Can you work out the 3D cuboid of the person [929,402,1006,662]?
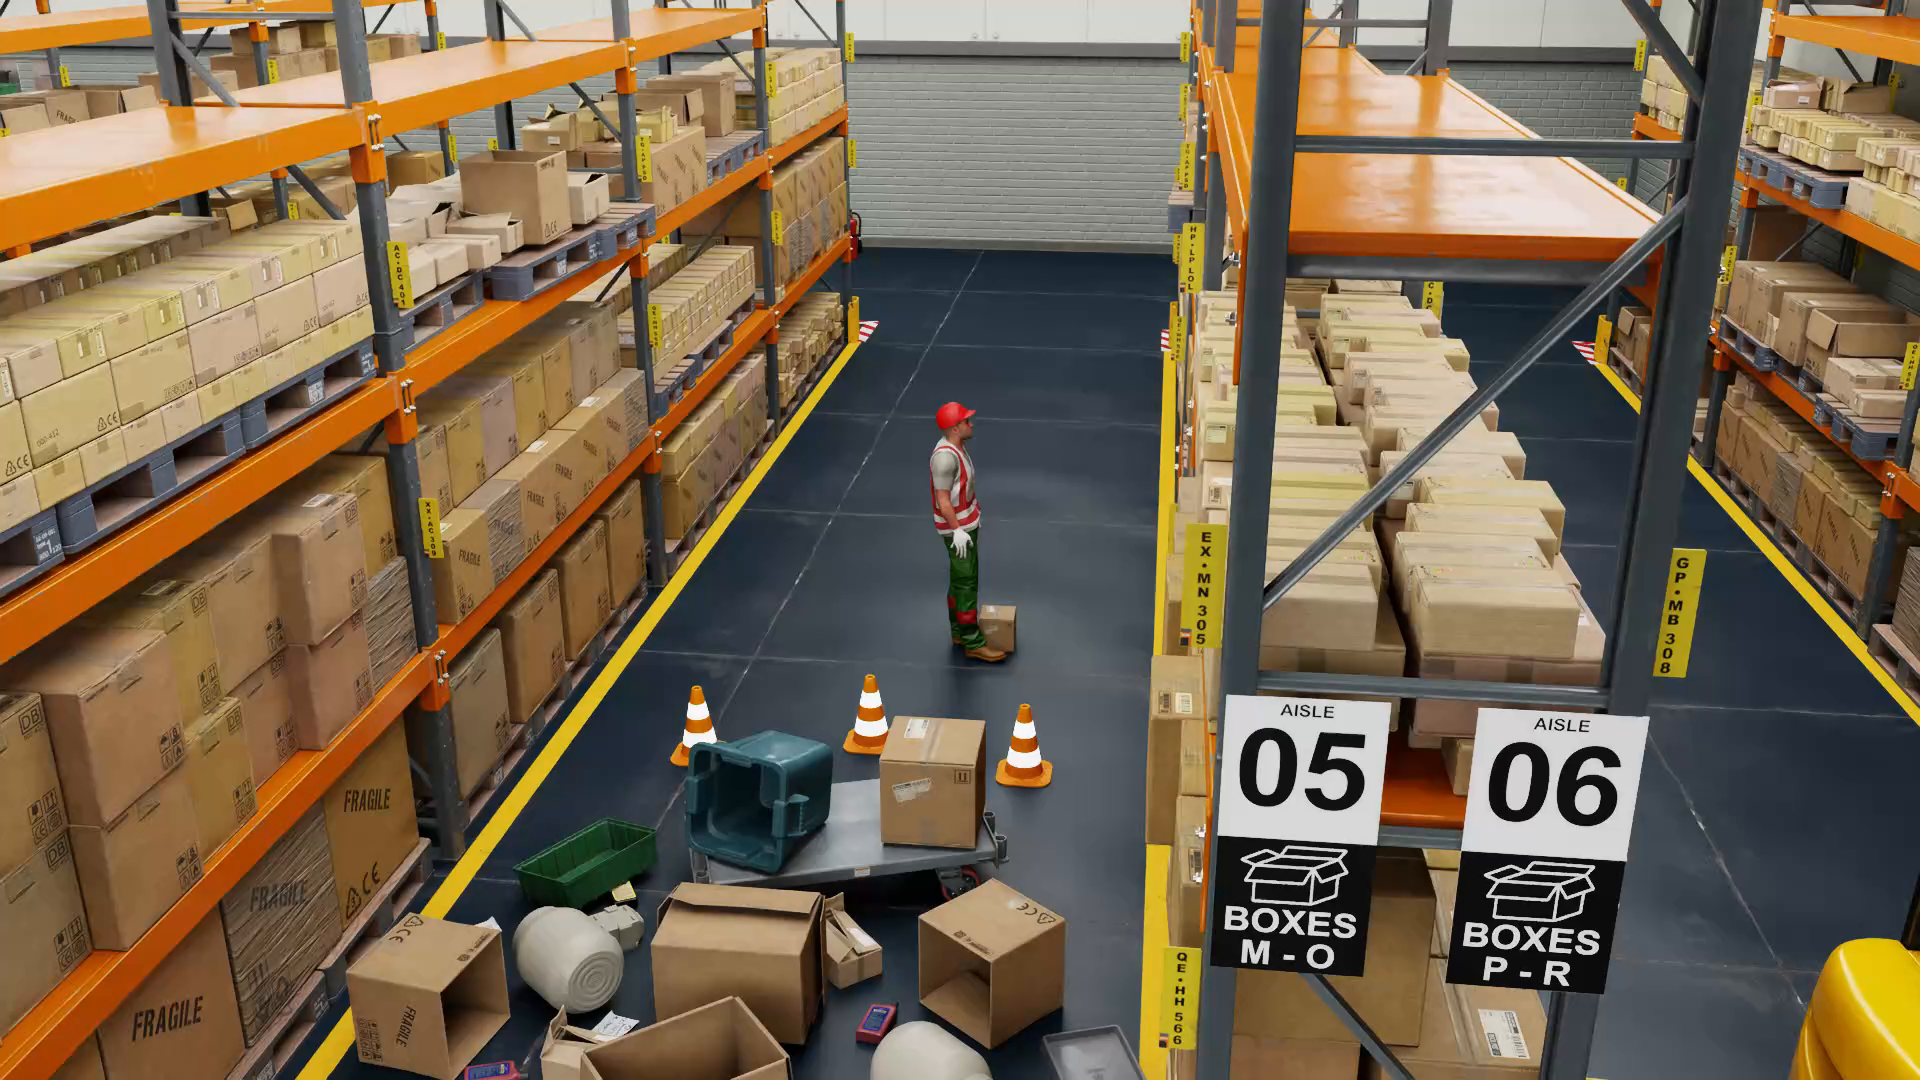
[{"bbox_3d":[0.076,-0.085,11.678,0.565,1.787,0.638,2,21,6],"label":"person"}]
